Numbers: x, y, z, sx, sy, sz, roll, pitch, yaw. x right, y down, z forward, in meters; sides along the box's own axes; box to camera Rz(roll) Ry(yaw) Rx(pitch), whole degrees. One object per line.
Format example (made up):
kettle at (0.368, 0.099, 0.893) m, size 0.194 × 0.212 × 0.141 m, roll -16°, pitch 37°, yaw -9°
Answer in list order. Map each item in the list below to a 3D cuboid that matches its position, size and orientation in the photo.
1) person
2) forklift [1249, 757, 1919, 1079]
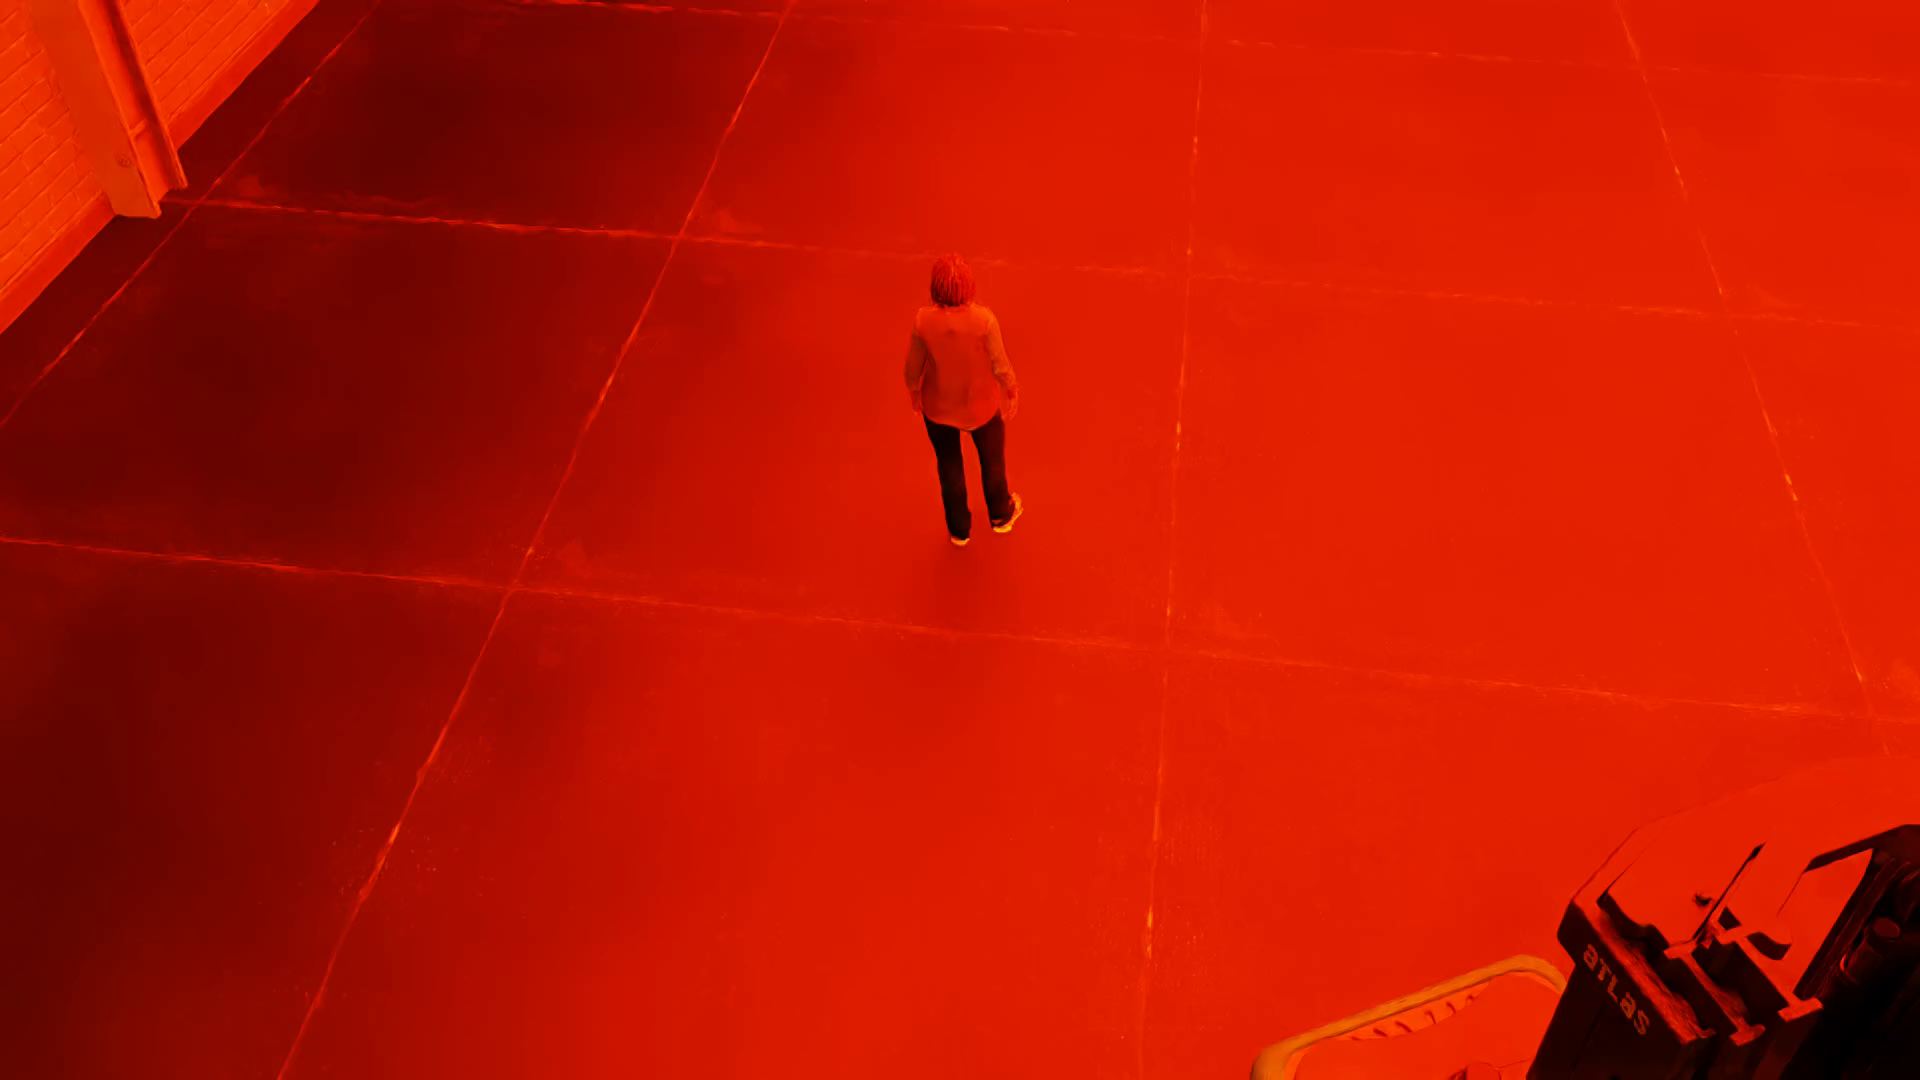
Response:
person at (0.024, -0.642, 7.399) m, size 0.520 × 1.597 × 0.474 m, roll 5°, pitch 43°, yaw 6°
forklift at (1.811, 1.983, 3.566) m, size 1.130 × 2.935 × 3.031 m, roll -14°, pitch 45°, yaw -15°
